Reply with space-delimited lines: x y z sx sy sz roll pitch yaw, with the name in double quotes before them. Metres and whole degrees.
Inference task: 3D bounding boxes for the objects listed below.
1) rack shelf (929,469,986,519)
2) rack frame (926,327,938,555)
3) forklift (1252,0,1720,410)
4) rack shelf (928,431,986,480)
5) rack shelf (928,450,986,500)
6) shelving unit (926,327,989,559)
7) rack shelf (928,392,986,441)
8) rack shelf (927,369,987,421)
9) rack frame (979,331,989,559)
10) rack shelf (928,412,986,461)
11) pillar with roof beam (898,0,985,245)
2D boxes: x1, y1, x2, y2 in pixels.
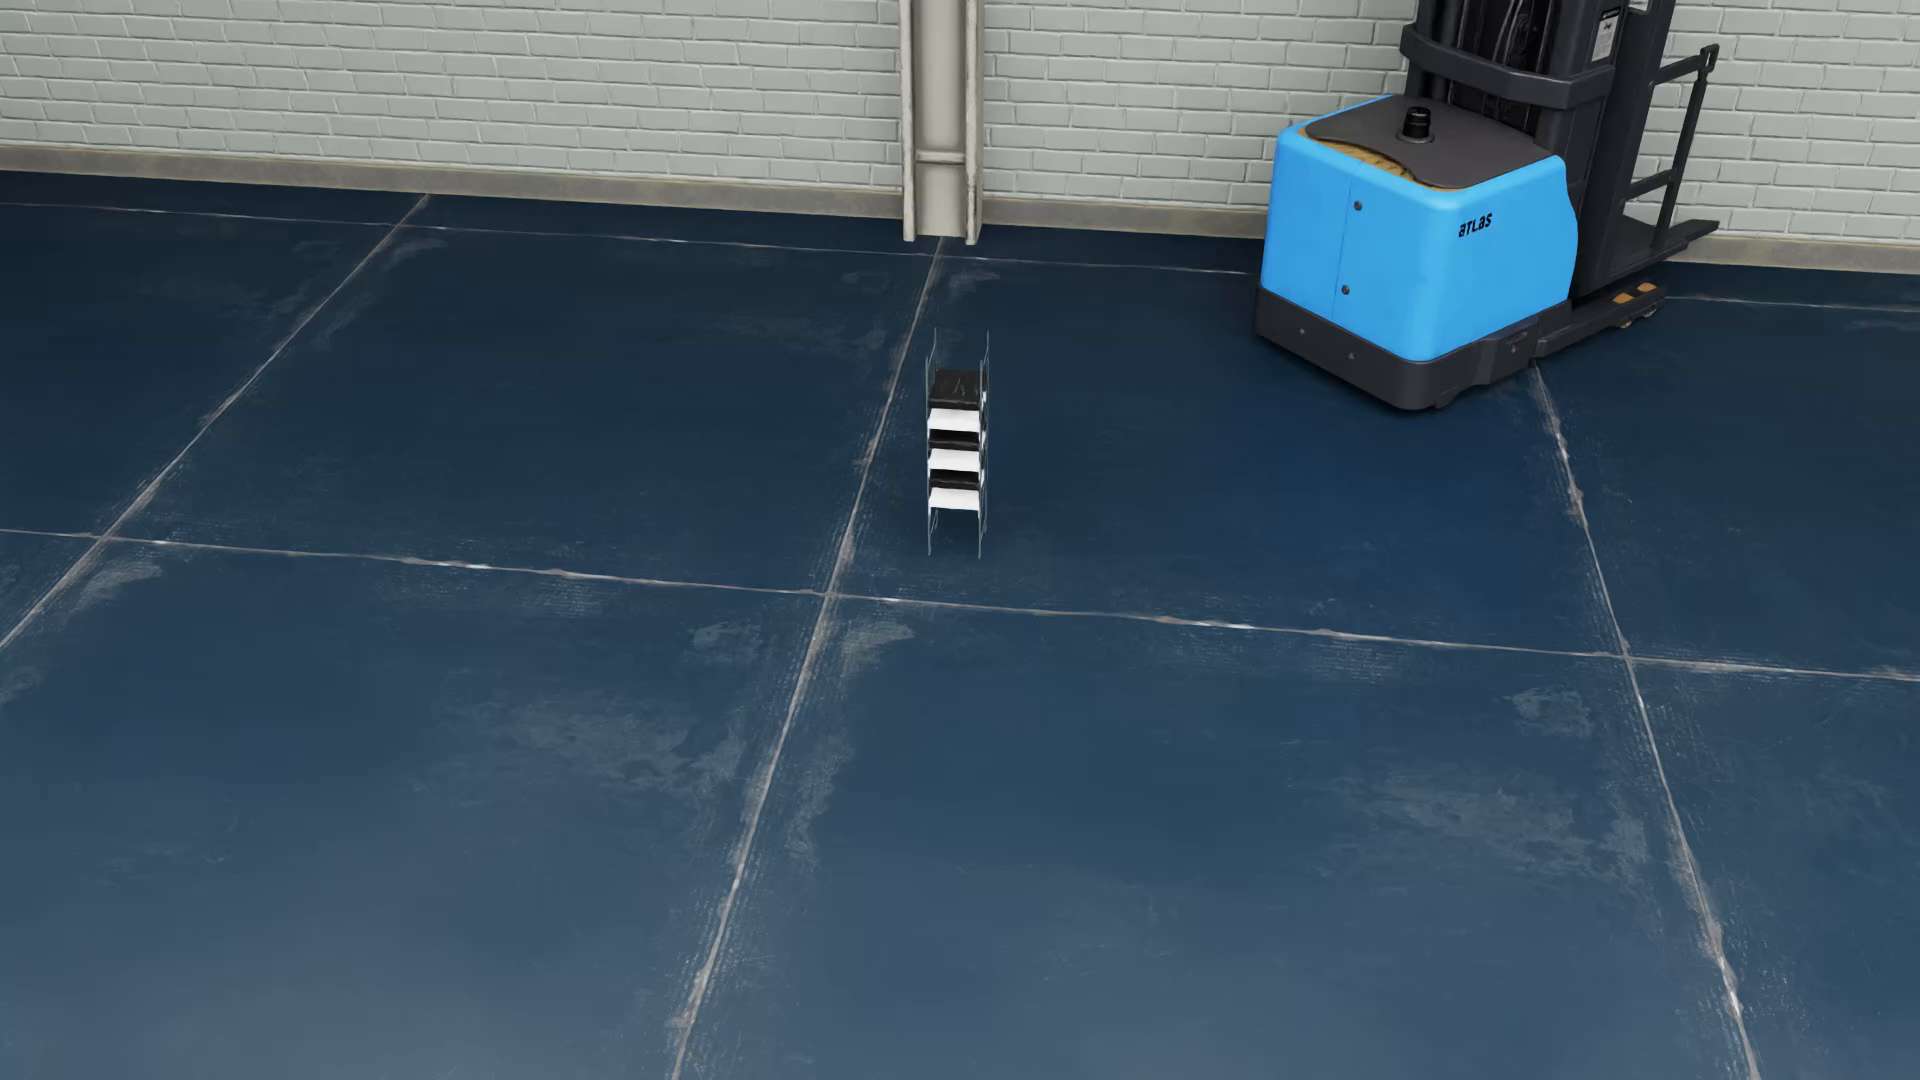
"rack shelf" -0.008 -0.193 6.613 0.200 0.077 0.258 4 36 6
"rack frame" -0.109 -0.374 6.500 0.006 0.900 0.240 4 36 6
"forklift" 2.899 -2.463 7.678 3.031 2.935 1.130 -24 42 -29
"rack shelf" -0.008 -0.340 6.509 0.200 0.077 0.258 4 36 6
"rack shelf" -0.008 -0.267 6.561 0.200 0.077 0.258 4 36 6
"shelving unit" -0.008 -0.367 6.489 0.210 0.900 0.258 4 36 6
"rack shelf" -0.008 -0.486 6.404 0.200 0.077 0.258 4 36 6
"rack shelf" -0.008 -0.560 6.352 0.200 0.077 0.258 4 36 6
"rack frame" 0.093 -0.359 6.479 0.006 0.900 0.240 4 36 6
"rack shelf" -0.008 -0.413 6.457 0.200 0.077 0.258 4 36 6
"pillar with roof beam" -0.639 -2.880 3.039 0.400 9.000 9.100 4 36 6
